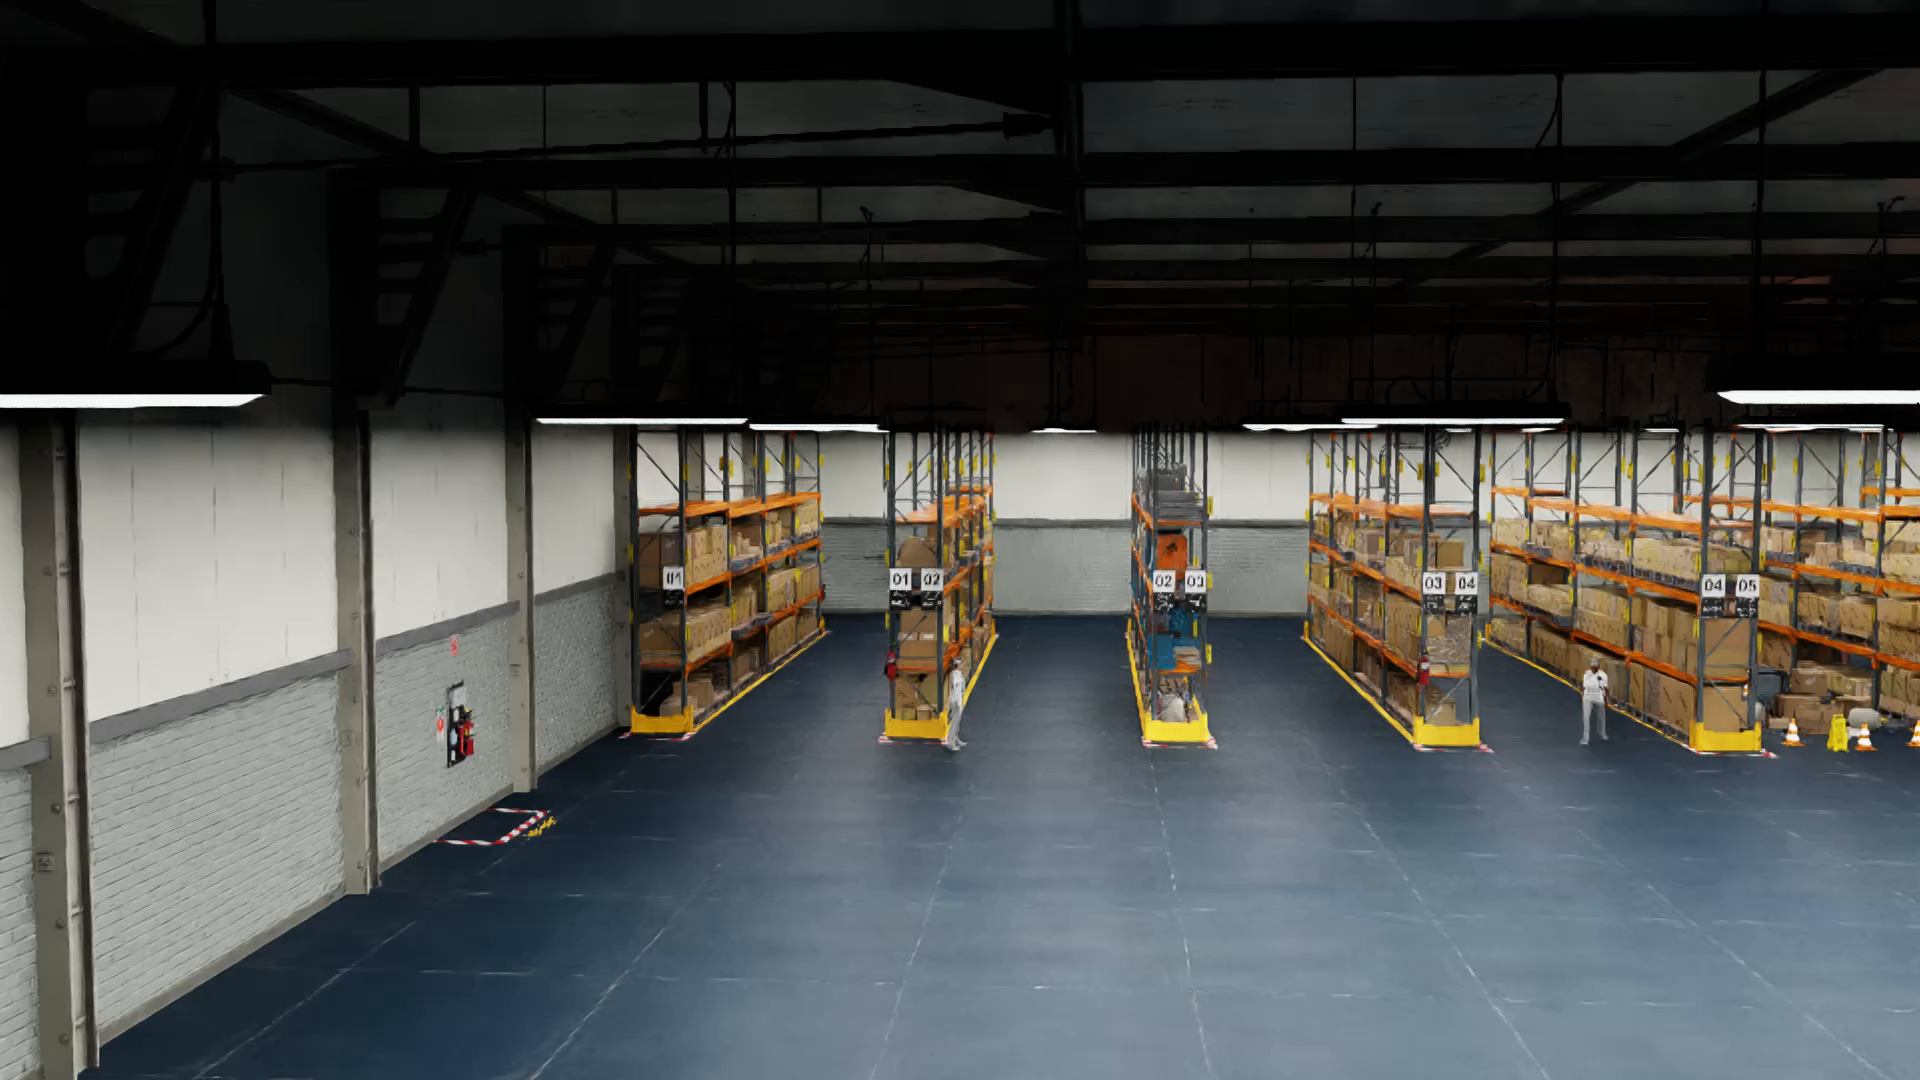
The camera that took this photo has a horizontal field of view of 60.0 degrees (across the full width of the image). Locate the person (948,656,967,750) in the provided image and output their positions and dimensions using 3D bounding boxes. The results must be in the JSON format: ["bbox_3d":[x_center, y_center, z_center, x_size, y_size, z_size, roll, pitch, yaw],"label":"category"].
[{"bbox_3d":[-0.048,2.948,30.278,0.365,1.686,0.602,0,4,-2],"label":"person"}]

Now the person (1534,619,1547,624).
[{"bbox_3d":[17.385,1.766,49.448,0.659,1.662,0.499,-3,4,-36],"label":"person"}]

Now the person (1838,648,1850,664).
[{"bbox_3d":[21.523,2.297,40.700,0.569,1.668,0.560,3,4,35],"label":"person"}]

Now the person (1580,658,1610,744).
[{"bbox_3d":[11.778,2.963,30.814,0.503,1.612,0.939,2,4,26],"label":"person"}]
